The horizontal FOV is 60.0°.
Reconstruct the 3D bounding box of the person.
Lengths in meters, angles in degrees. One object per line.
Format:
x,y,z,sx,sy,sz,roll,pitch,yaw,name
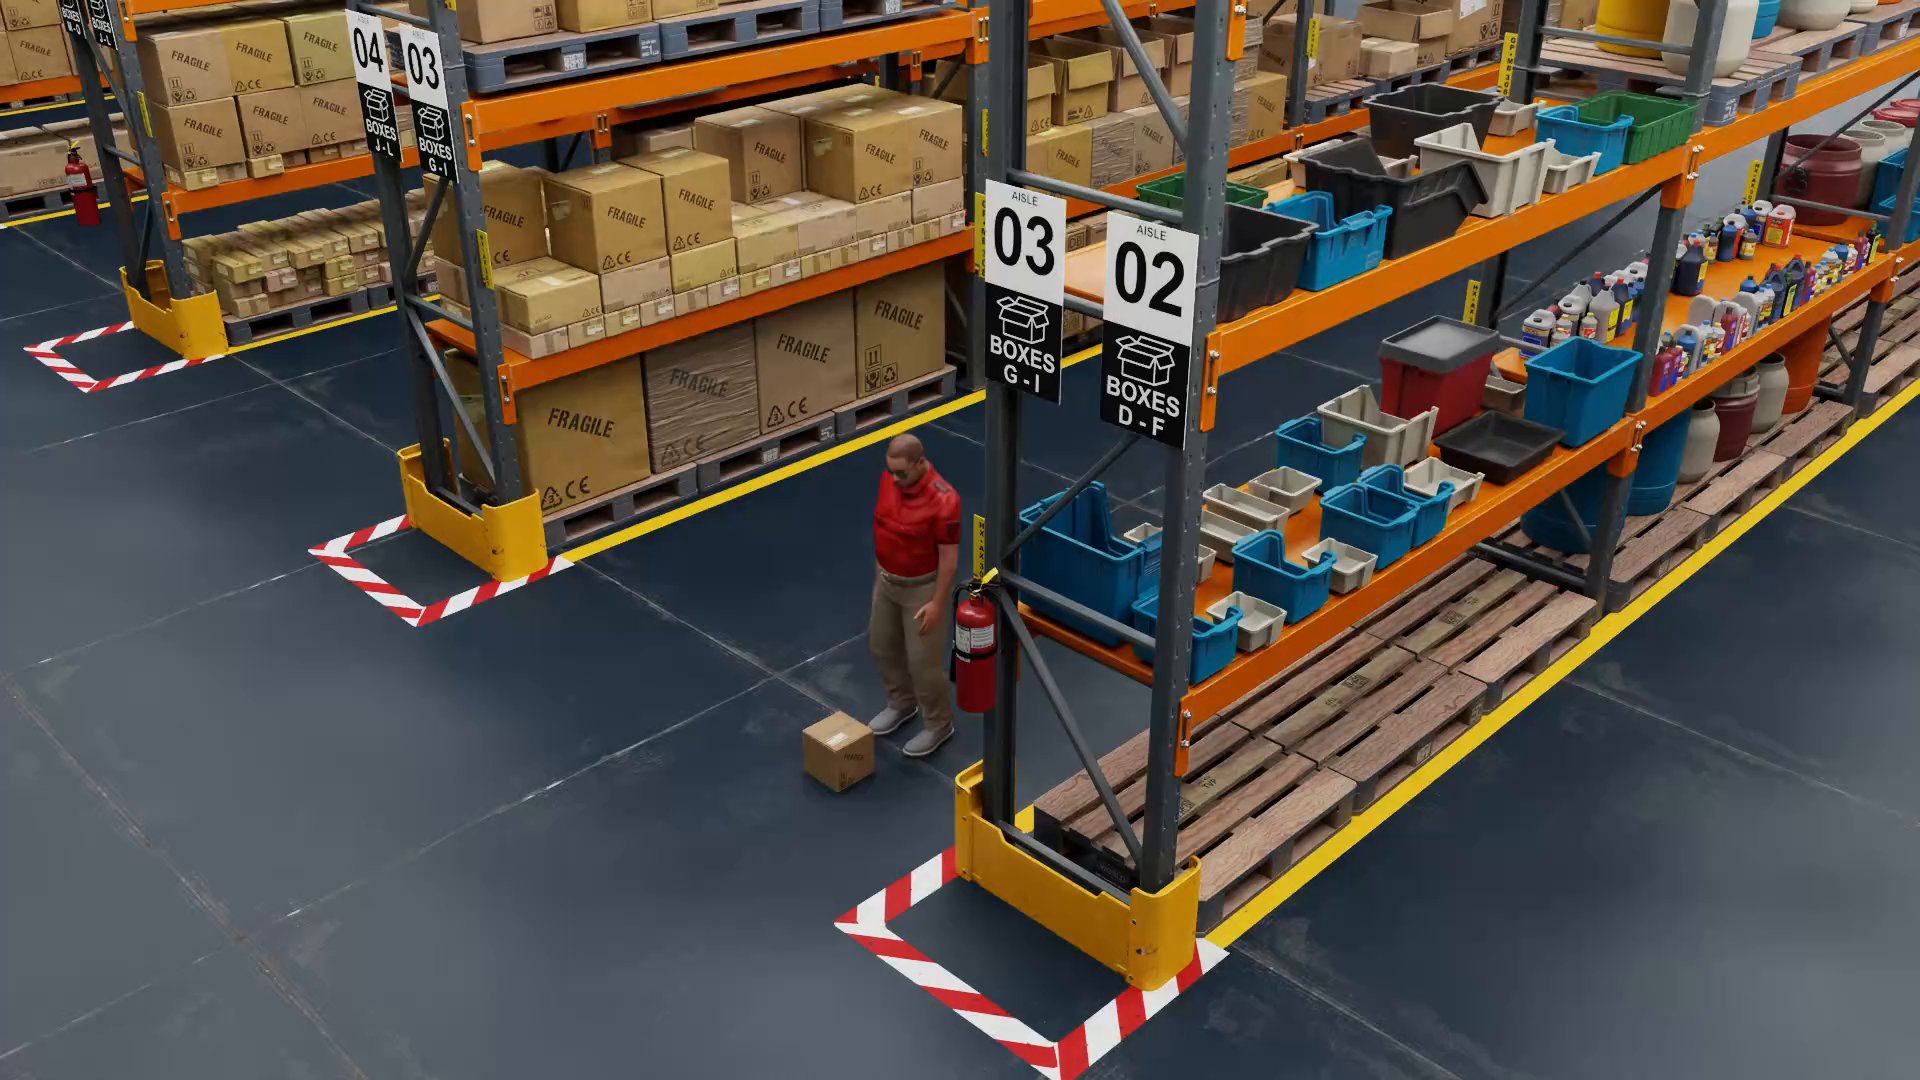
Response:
-0.222,0.250,8.192,0.367,1.709,0.540,-24,36,-38,person
